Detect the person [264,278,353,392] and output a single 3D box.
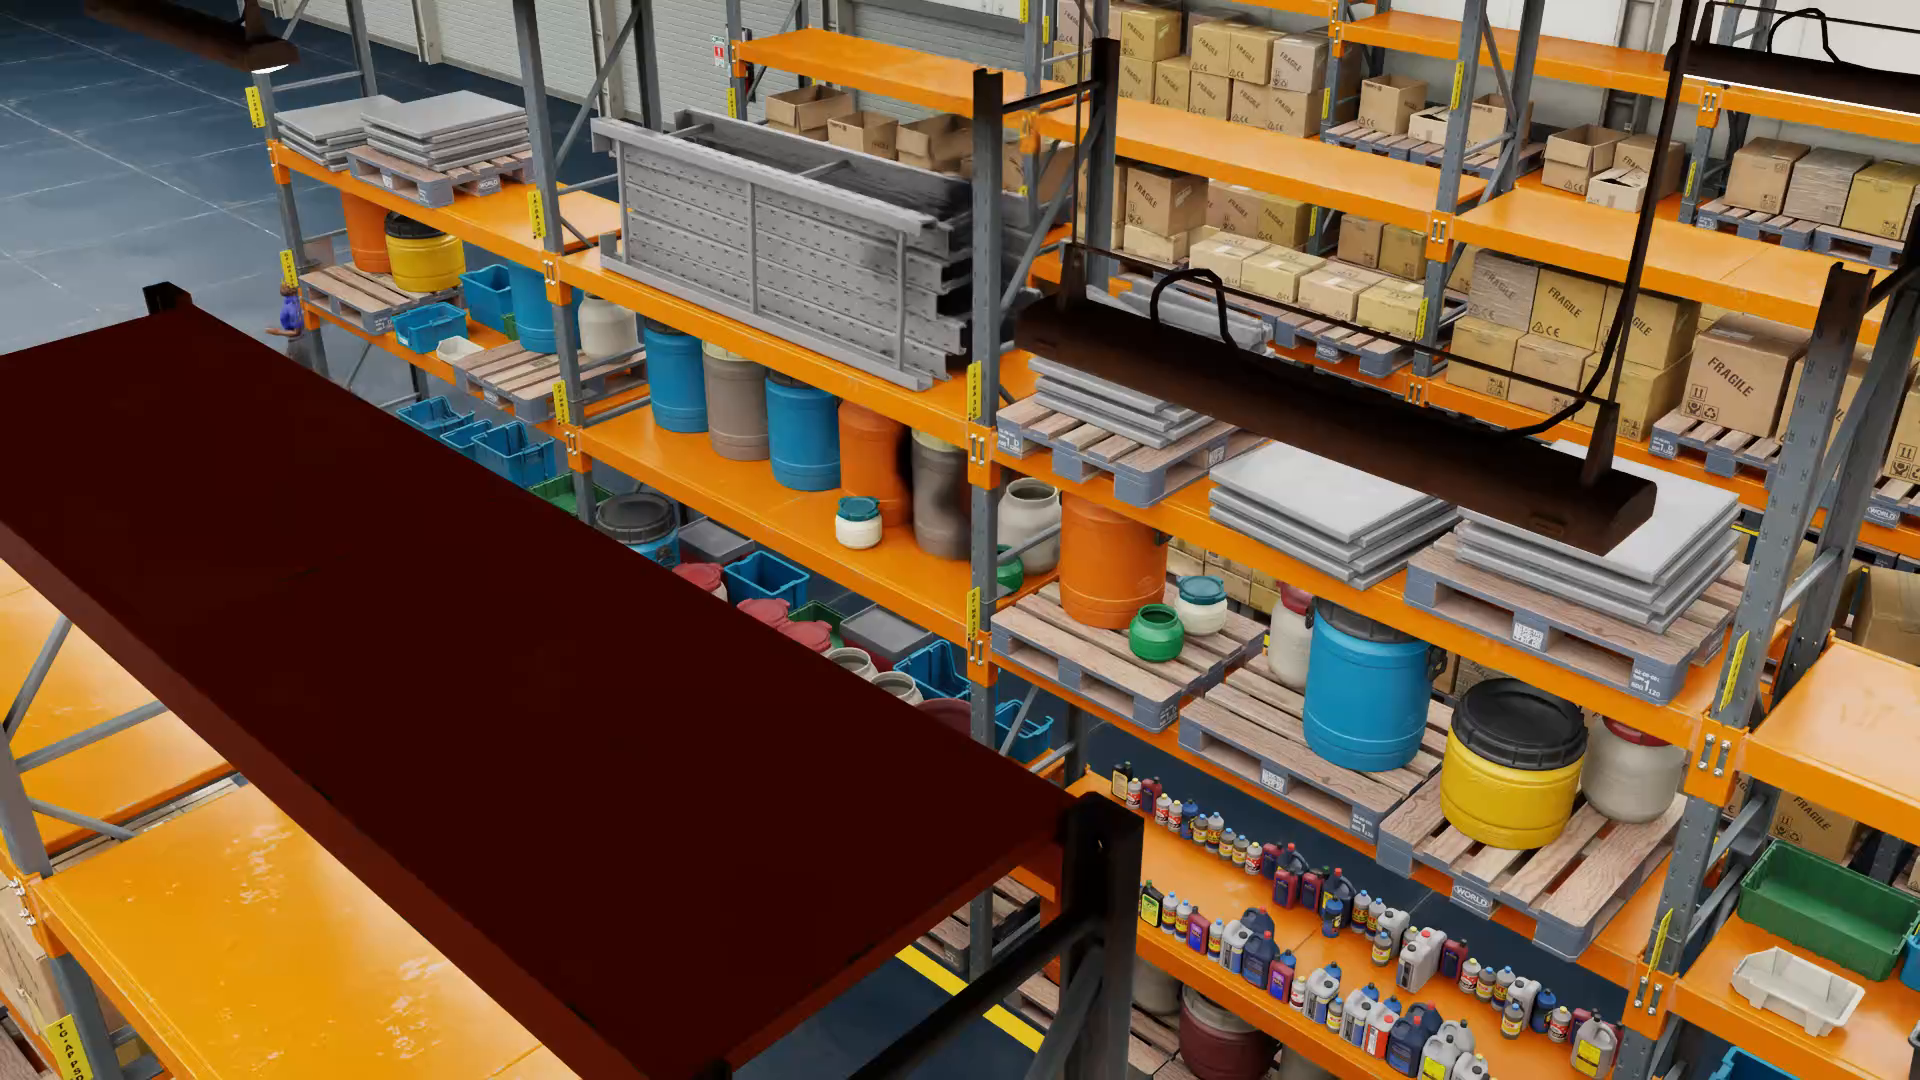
[{"bbox_3d":[-7.277,-2.141,18.366,0.831,1.626,0.587,-9,31,-16],"label":"person"}]
